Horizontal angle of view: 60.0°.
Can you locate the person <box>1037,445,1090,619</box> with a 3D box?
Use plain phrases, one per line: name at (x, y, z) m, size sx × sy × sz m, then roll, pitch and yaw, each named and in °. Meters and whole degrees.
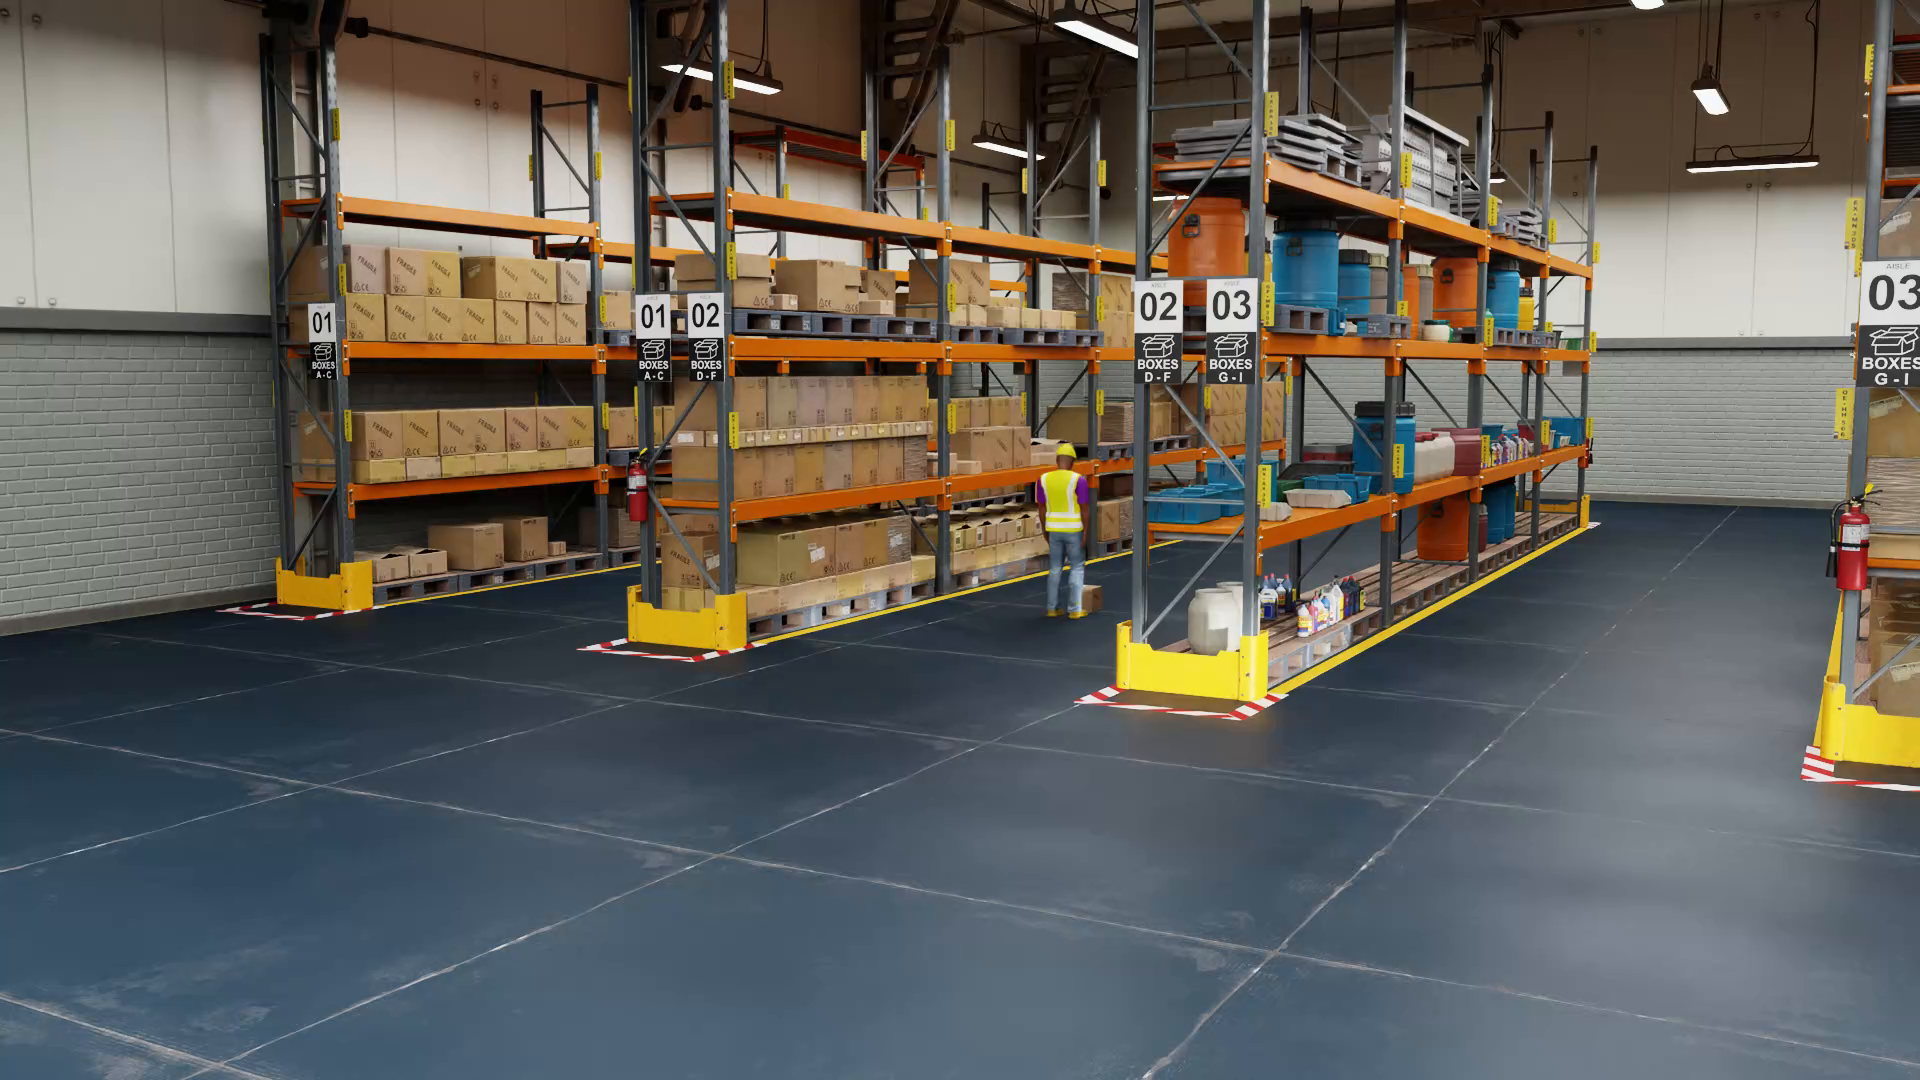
person at (1.068, -0.088, 16.951) m, size 0.571 × 1.759 × 0.379 m, roll 3°, pitch 7°, yaw 30°
